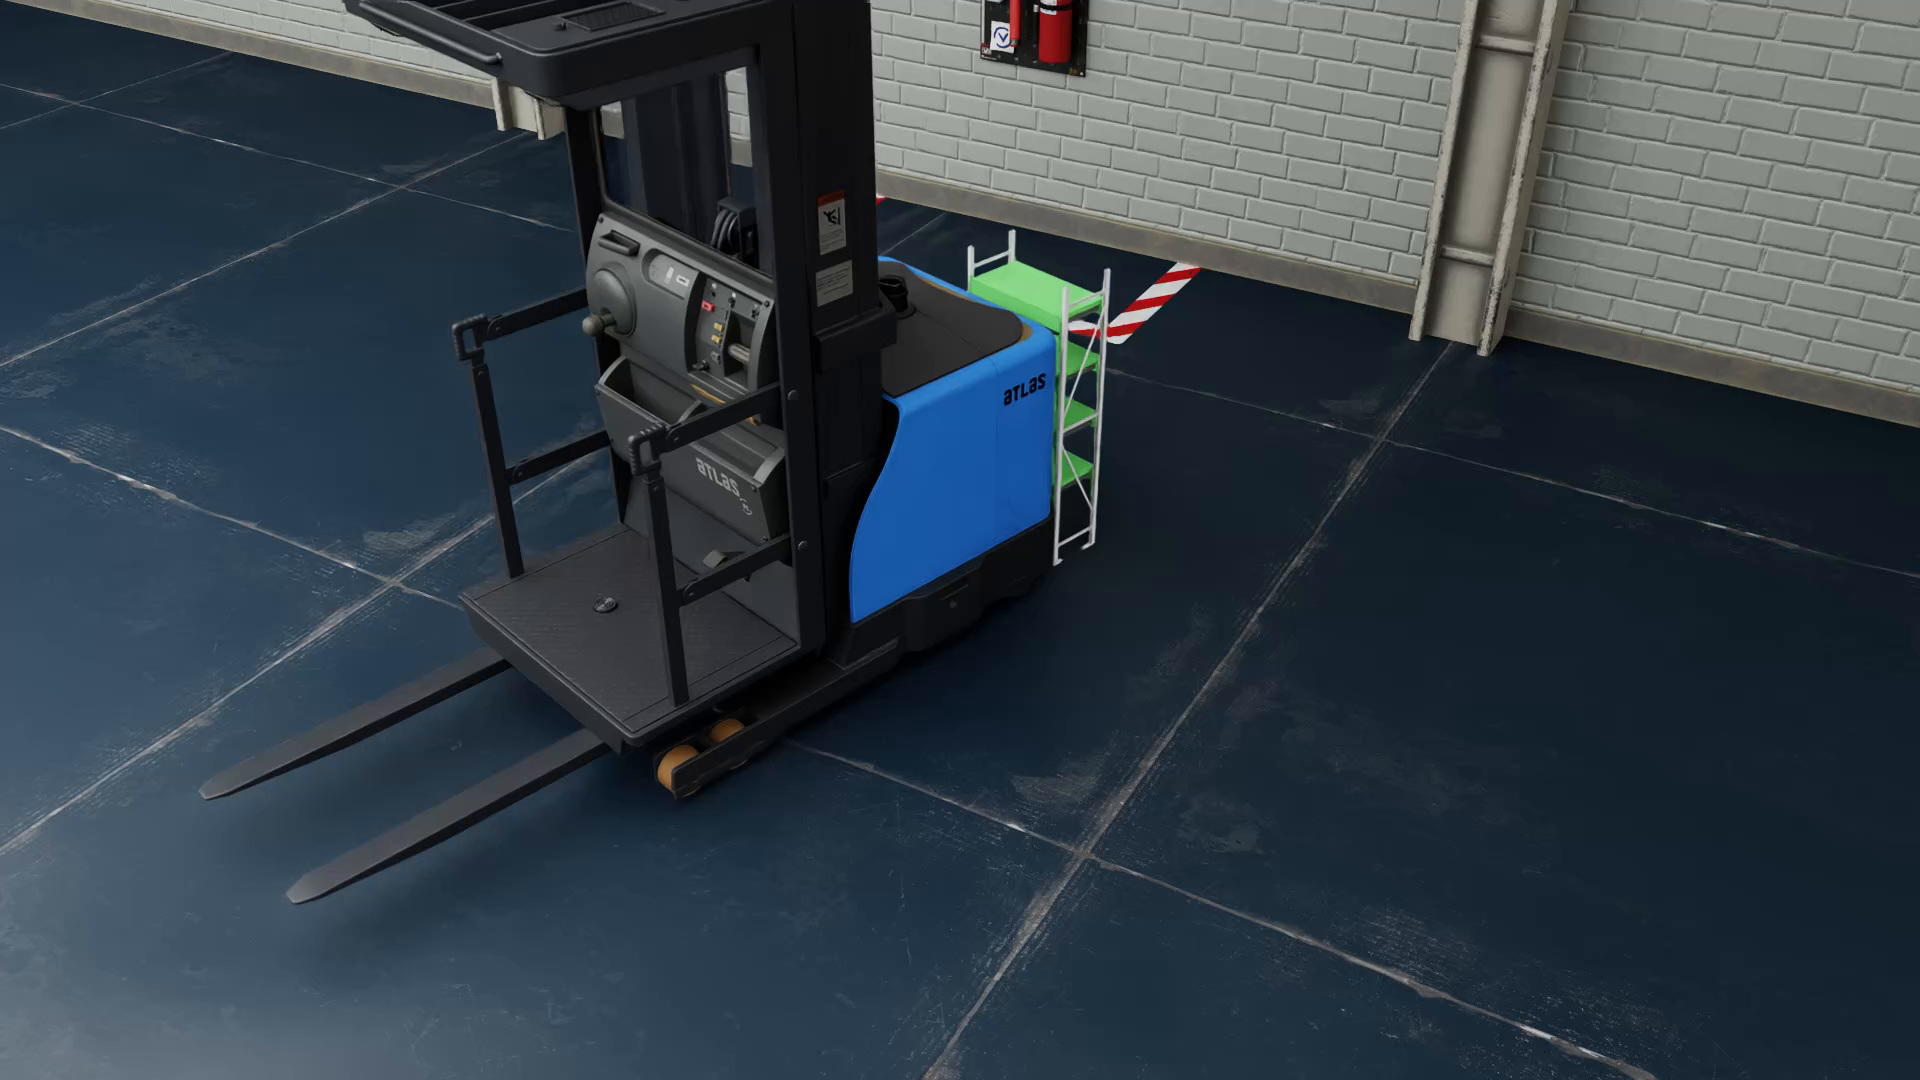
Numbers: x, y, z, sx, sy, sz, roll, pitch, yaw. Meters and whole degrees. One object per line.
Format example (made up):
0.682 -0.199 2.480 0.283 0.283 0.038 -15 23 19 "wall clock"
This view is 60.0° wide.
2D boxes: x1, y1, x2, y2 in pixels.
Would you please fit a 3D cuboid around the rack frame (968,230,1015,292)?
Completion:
0.118 -0.640 6.627 0.240 1.200 0.015 -28 43 -35 "rack frame"

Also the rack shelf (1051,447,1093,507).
0.286 -0.288 6.647 0.258 0.148 0.480 -28 43 -35 "rack shelf"

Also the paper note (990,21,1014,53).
0.227 -2.681 8.865 0.142 0.148 0.016 18 37 24 "paper note"

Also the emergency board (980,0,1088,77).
0.346 -2.966 8.498 0.643 1.169 0.194 18 37 24 "emergency board"

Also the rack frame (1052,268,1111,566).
0.456 -0.444 6.333 0.240 1.200 0.015 -28 43 -35 "rack frame"

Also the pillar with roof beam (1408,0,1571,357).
0.337 -2.693 2.676 0.400 9.000 9.100 18 37 24 "pillar with roof beam"

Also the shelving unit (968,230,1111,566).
0.287 -0.542 6.480 0.258 1.200 0.503 -28 43 -35 "shelving unit"

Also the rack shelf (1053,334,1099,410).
0.288 -0.689 6.383 0.258 0.148 0.480 -28 43 -35 "rack shelf"

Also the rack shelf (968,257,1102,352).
0.289 -0.889 6.251 0.258 0.148 0.480 -28 43 -35 "rack shelf"

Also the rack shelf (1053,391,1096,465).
0.287 -0.489 6.515 0.258 0.148 0.480 -28 43 -35 "rack shelf"

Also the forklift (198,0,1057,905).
-1.050 -0.702 5.160 3.031 2.935 1.130 -28 43 -35 "forklift"

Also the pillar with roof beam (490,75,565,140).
-4.872 -4.343 5.154 0.400 9.000 9.100 18 37 24 "pillar with roof beam"
